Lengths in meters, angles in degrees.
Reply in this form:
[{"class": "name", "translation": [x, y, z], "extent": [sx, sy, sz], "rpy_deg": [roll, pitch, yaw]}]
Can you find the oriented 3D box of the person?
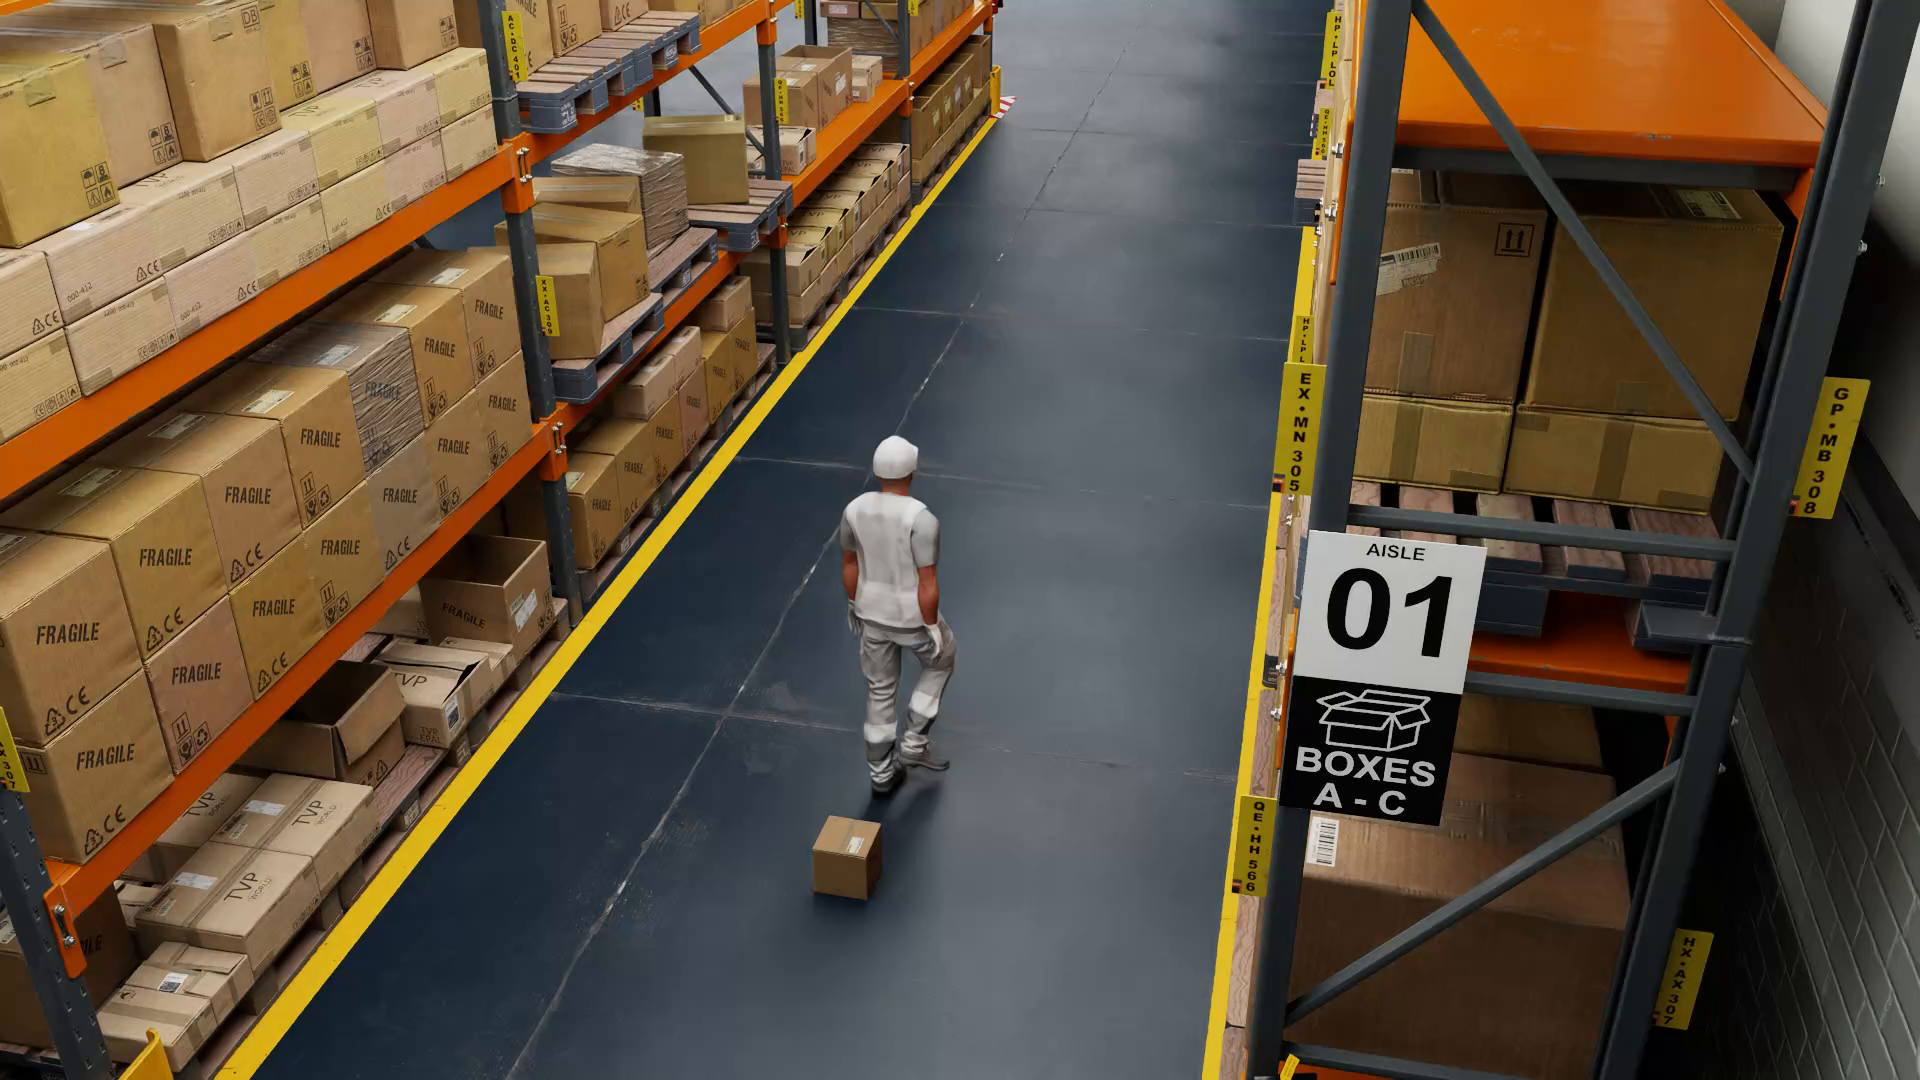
[{"class": "person", "translation": [-0.301, 0.356, 7.901], "extent": [0.580, 1.768, 0.502], "rpy_deg": [12, 31, 21]}]
